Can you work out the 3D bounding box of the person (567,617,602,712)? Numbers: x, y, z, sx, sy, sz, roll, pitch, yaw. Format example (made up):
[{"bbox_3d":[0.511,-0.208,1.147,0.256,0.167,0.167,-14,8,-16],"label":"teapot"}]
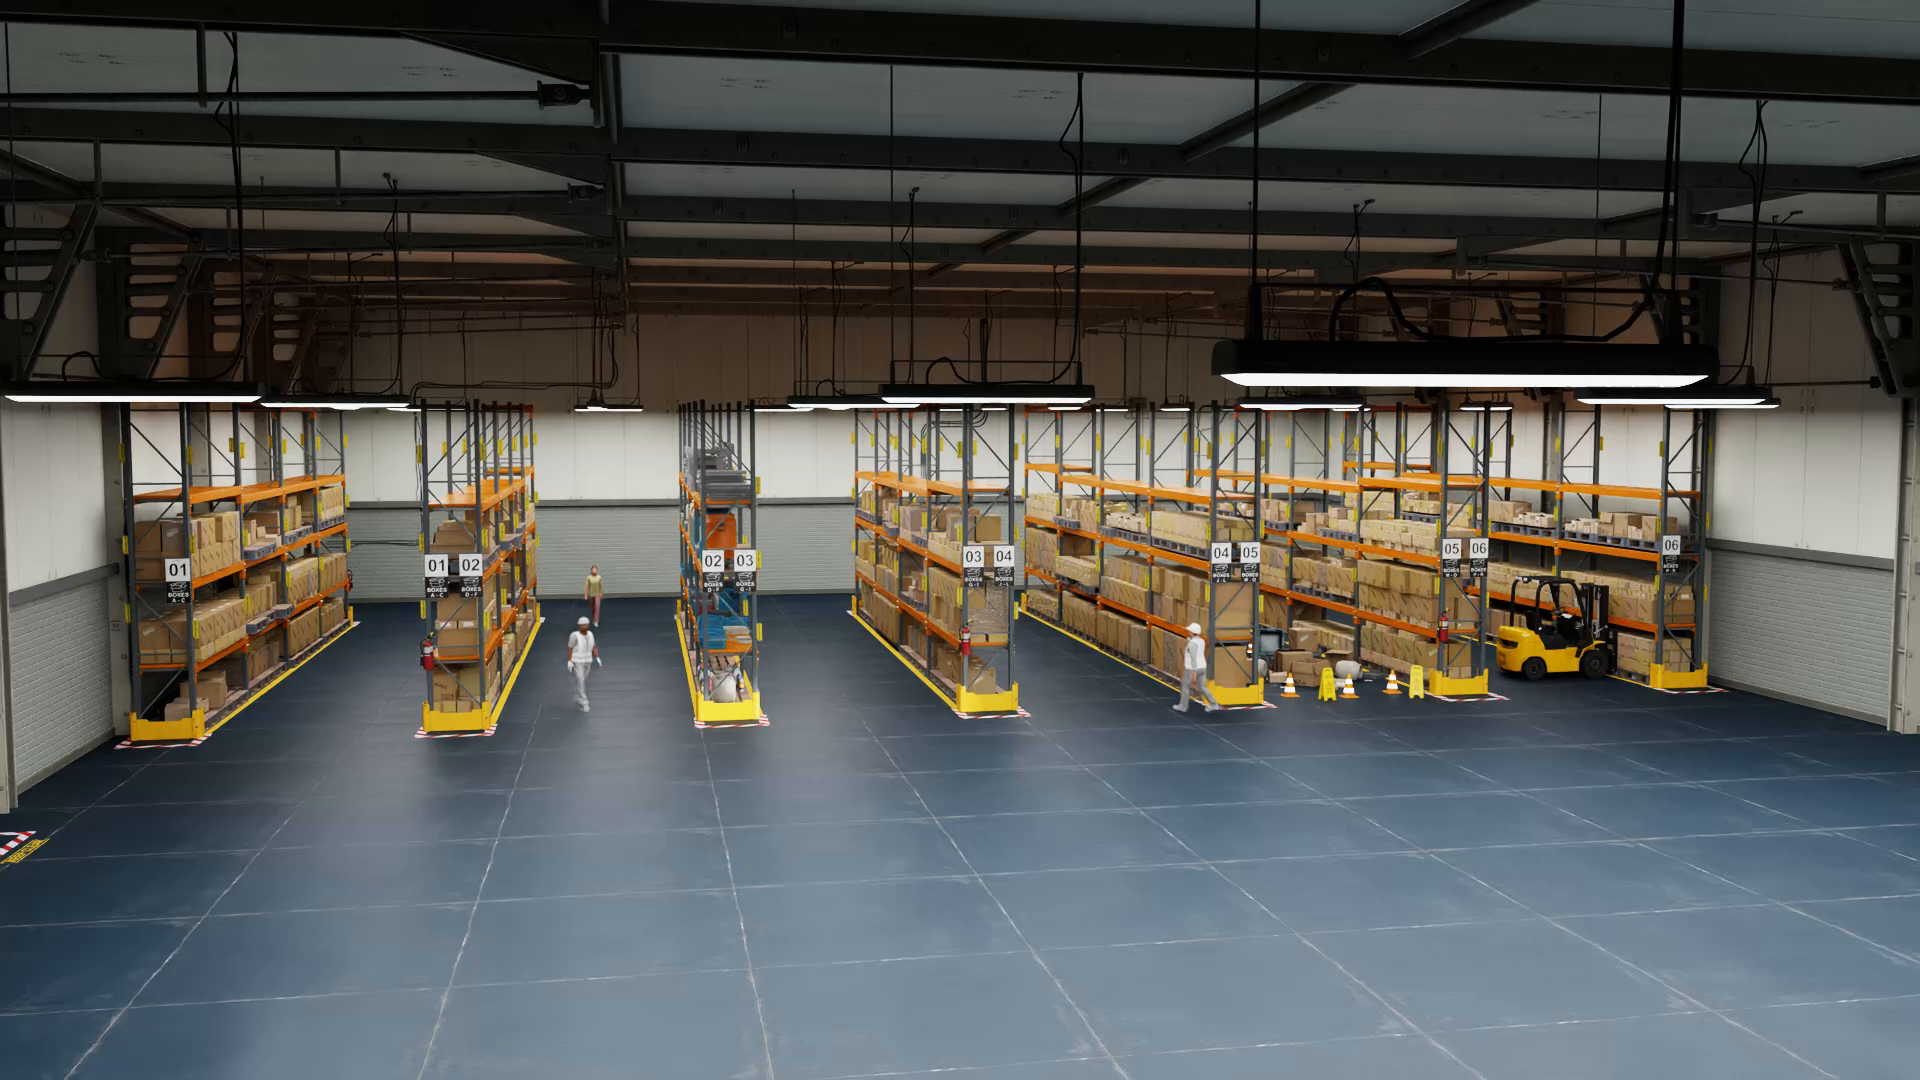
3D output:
[{"bbox_3d":[-7.357,2.397,32.474,0.630,1.789,0.904,-4,6,-42],"label":"person"}]

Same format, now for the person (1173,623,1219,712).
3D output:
[{"bbox_3d":[4.548,2.459,31.859,0.537,1.737,0.991,-4,6,-41],"label":"person"}]

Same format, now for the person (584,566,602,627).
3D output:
[{"bbox_3d":[-9.921,1.503,44.950,0.440,1.617,1.022,0,4,-6],"label":"person"}]
